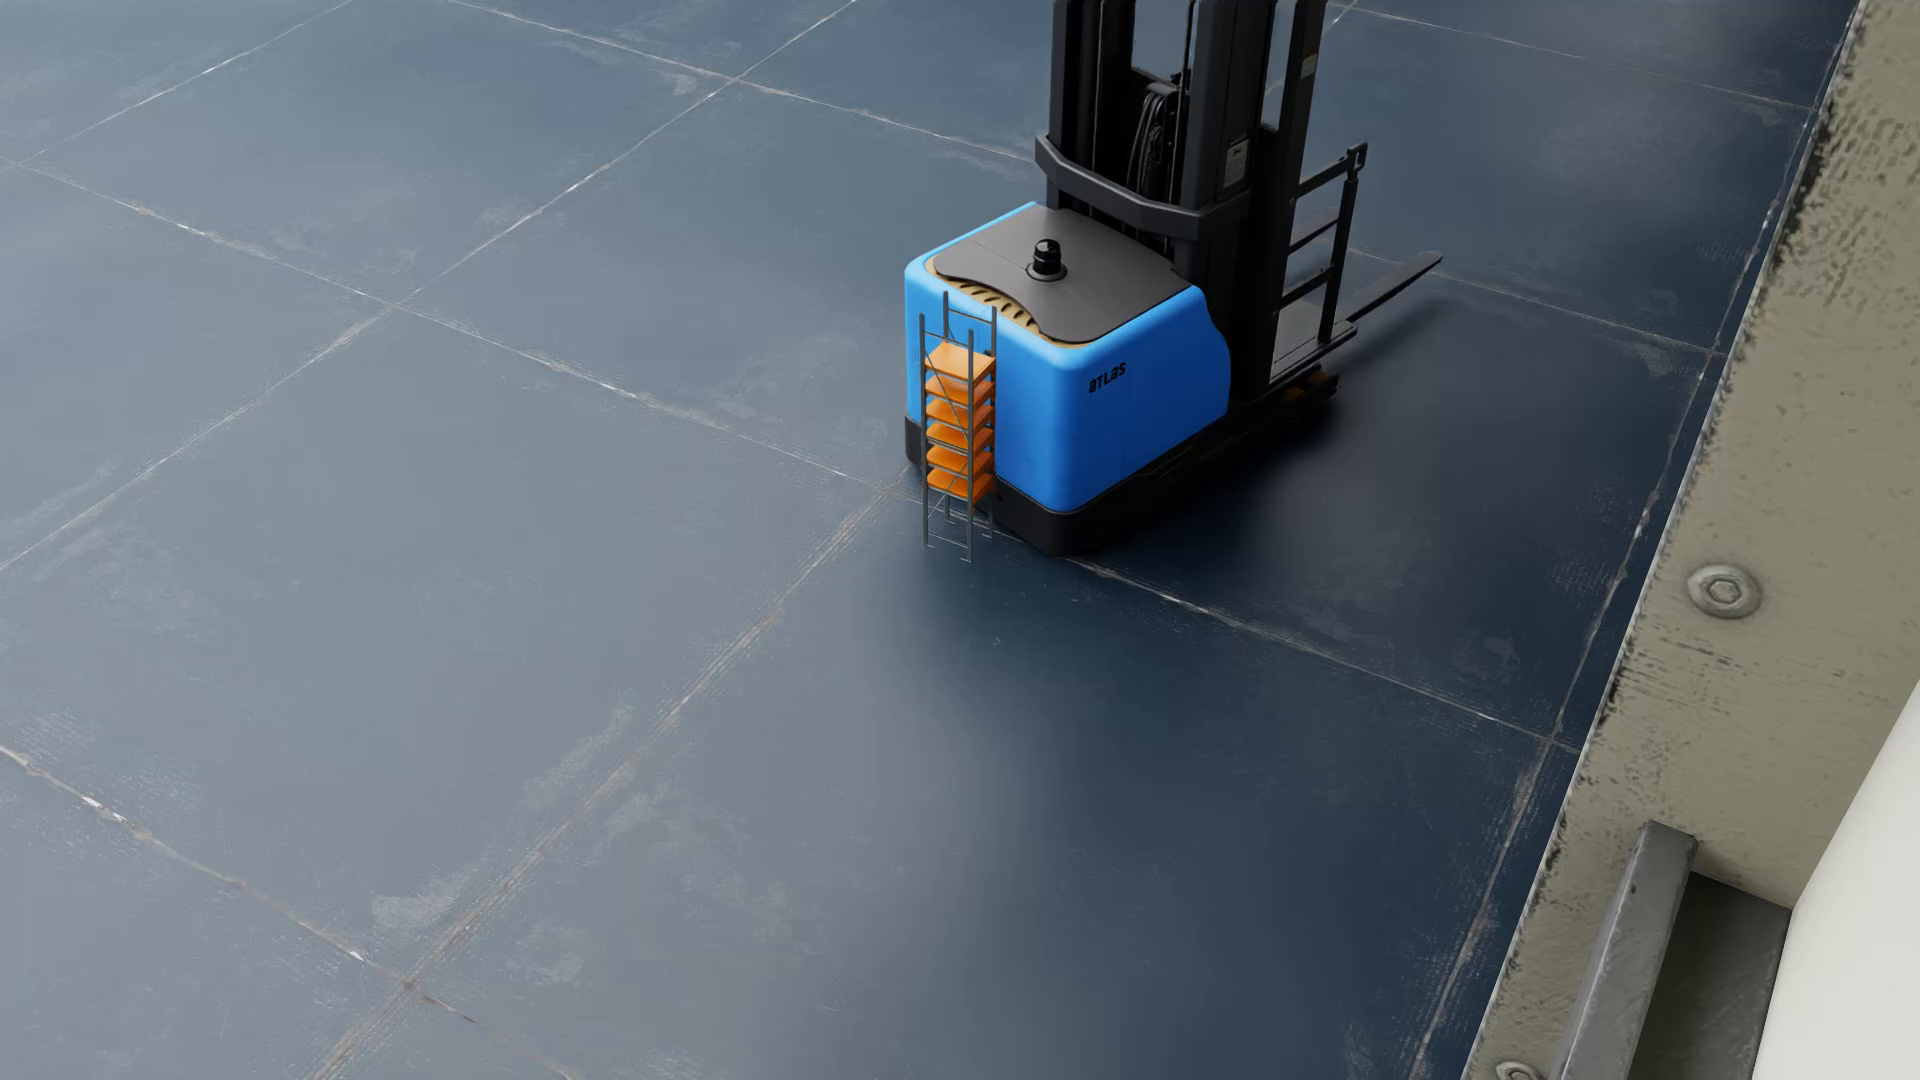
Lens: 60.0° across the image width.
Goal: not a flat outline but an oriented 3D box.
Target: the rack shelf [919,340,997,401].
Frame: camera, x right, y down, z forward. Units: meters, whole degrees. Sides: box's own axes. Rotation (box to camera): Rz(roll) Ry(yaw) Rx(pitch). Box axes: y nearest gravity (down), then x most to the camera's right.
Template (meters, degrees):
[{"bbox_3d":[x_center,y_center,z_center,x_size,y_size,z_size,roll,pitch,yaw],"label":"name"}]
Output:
[{"bbox_3d":[-0.007,-0.679,6.635,0.258,0.103,0.180,21,45,22],"label":"rack shelf"}]

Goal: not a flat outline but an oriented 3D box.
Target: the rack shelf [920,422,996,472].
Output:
[{"bbox_3d":[-0.007,-0.409,6.873,0.258,0.103,0.180,21,45,22],"label":"rack shelf"}]

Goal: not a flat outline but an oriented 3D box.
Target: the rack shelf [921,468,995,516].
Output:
[{"bbox_3d":[-0.007,-0.229,7.032,0.258,0.103,0.180,21,45,22],"label":"rack shelf"}]

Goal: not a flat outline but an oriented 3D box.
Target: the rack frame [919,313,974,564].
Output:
[{"bbox_3d":[-0.053,-0.390,6.785,0.240,1.200,0.006,21,45,22],"label":"rack frame"}]

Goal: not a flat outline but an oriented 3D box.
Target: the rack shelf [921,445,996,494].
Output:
[{"bbox_3d":[-0.007,-0.319,6.953,0.258,0.103,0.180,21,45,22],"label":"rack shelf"}]

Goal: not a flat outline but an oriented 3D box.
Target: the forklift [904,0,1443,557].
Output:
[{"bbox_3d":[1.169,-1.883,7.170,3.031,2.935,1.130,-32,50,-31],"label":"forklift"}]

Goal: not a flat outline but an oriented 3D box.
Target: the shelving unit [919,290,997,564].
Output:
[{"bbox_3d":[-0.007,-0.442,6.844,0.258,1.200,0.189,21,45,22],"label":"shelving unit"}]

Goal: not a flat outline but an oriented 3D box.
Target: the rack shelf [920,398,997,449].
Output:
[{"bbox_3d":[-0.007,-0.499,6.794,0.258,0.103,0.180,21,45,22],"label":"rack shelf"}]

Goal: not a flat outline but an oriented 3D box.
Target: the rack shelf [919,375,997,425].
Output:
[{"bbox_3d":[-0.007,-0.589,6.715,0.258,0.103,0.180,21,45,22],"label":"rack shelf"}]

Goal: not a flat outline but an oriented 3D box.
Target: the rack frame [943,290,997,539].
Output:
[{"bbox_3d":[0.039,-0.494,6.904,0.240,1.200,0.006,21,45,22],"label":"rack frame"}]
